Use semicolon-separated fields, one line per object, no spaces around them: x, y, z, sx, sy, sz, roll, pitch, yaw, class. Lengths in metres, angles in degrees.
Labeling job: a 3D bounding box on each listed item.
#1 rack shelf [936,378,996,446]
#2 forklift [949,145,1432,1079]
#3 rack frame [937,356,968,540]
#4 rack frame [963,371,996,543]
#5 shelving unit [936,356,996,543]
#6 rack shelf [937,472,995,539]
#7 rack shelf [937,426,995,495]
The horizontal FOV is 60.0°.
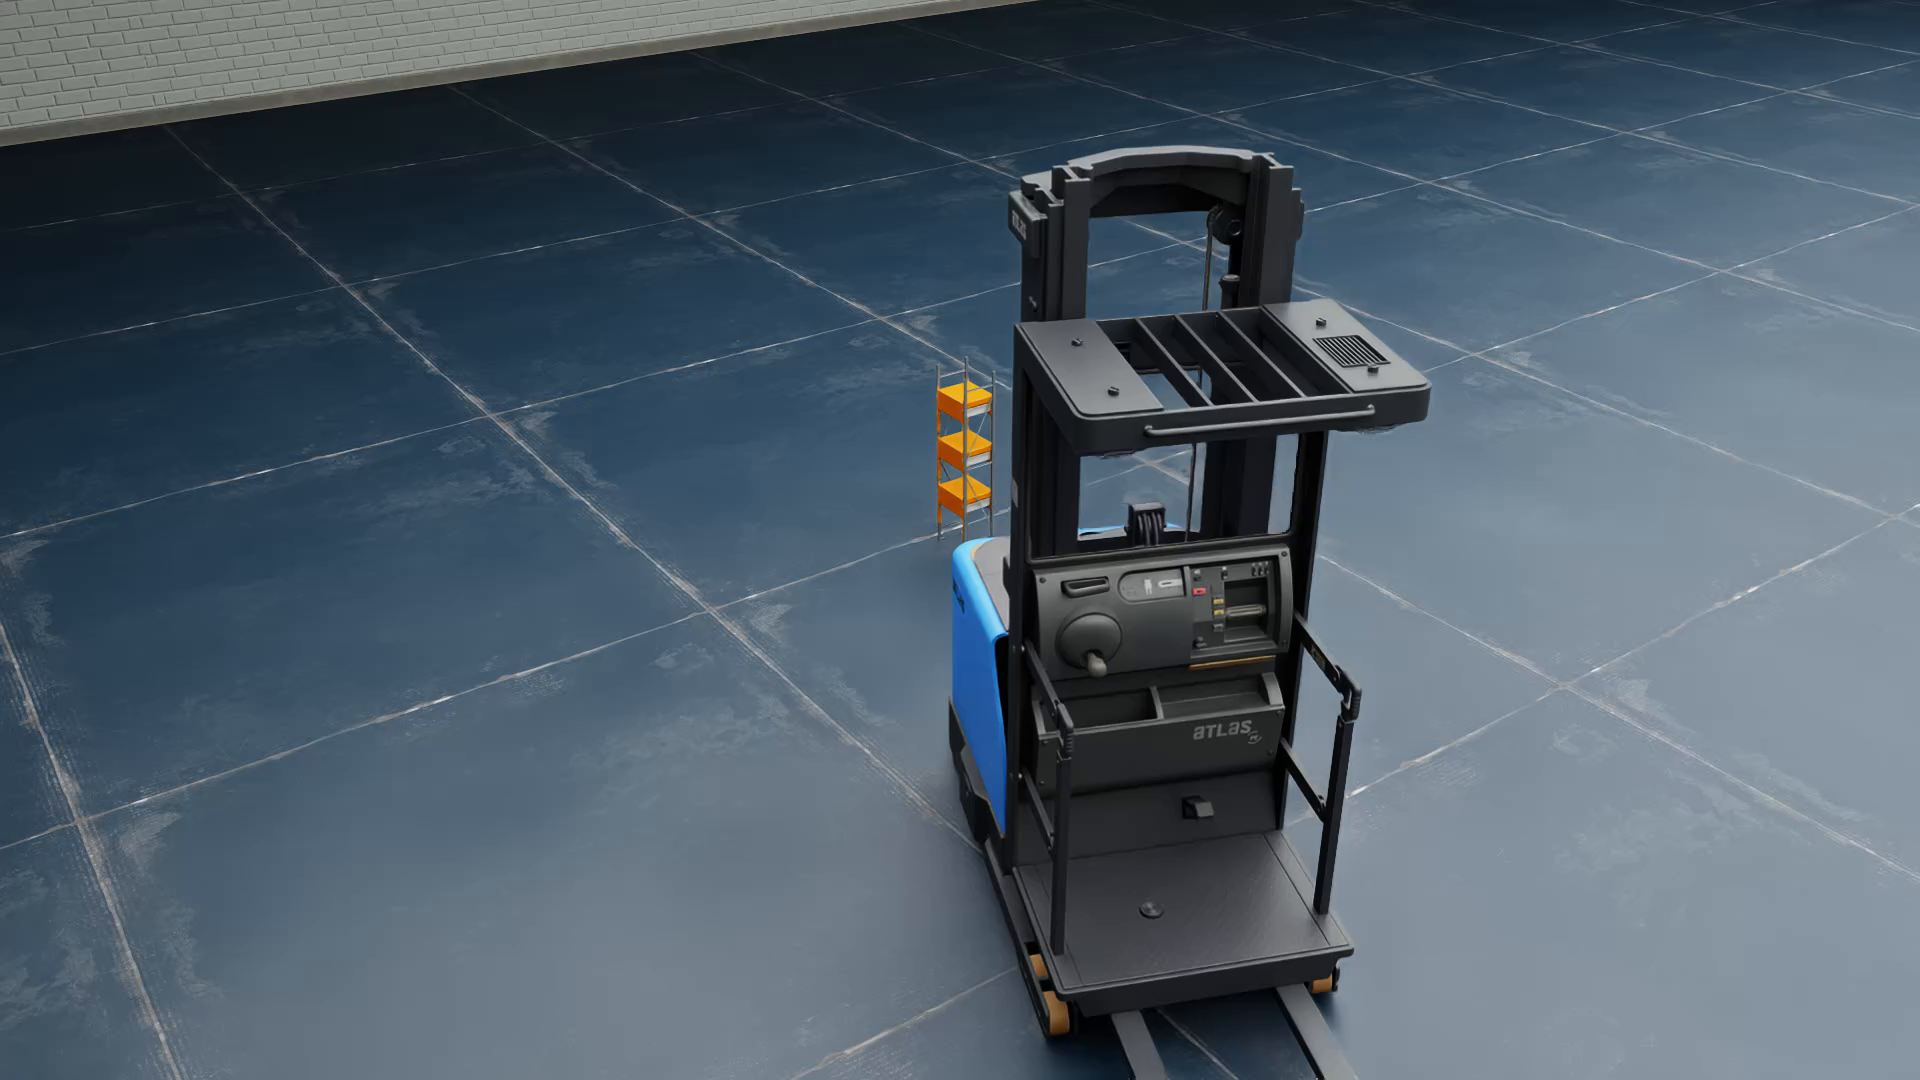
0.031;-0.681;8.831;0.215;0.259;0.240;-19;34;-31;rack shelf
0.766;0.296;5.635;1.130;2.935;3.031;-6;29;-11;forklift
-0.040;-0.488;9.048;0.200;1.050;0.008;-19;34;-31;rack frame
0.102;-0.393;8.874;0.200;1.050;0.008;-19;34;-31;rack frame
0.031;-0.441;8.961;0.215;1.050;0.252;-19;34;-31;shelving unit
0.031;-0.187;9.099;0.215;0.259;0.240;-19;34;-31;rack shelf
0.031;-0.431;8.966;0.215;0.259;0.240;-19;34;-31;rack shelf
